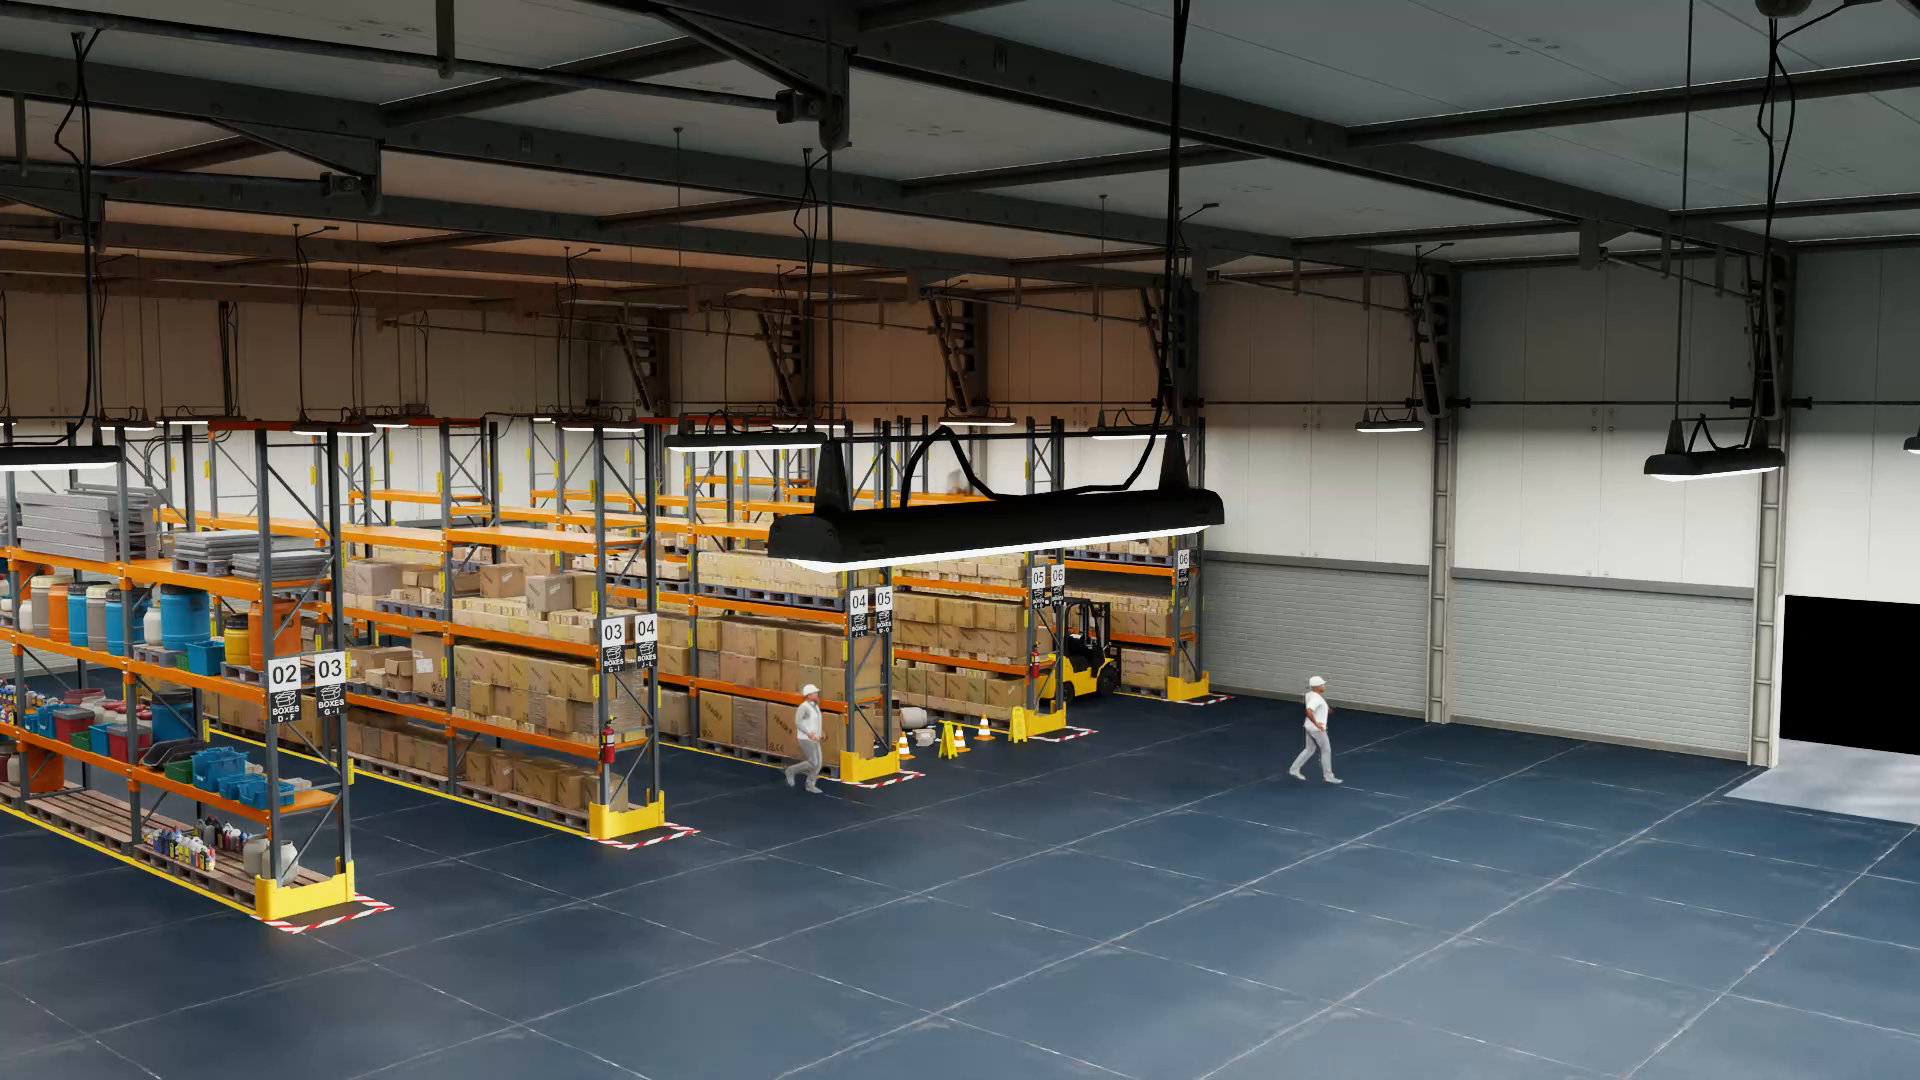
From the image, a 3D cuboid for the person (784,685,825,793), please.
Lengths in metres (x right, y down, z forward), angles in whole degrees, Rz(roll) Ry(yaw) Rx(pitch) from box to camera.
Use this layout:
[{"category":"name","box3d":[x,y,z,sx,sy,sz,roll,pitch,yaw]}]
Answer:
[{"category":"person","box3d":[-2.495,3.228,27.141,0.640,1.747,0.681,1,5,17]}]

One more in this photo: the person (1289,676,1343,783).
[{"category":"person","box3d":[5.893,3.133,27.506,0.887,1.769,0.704,-1,5,-8]}]
